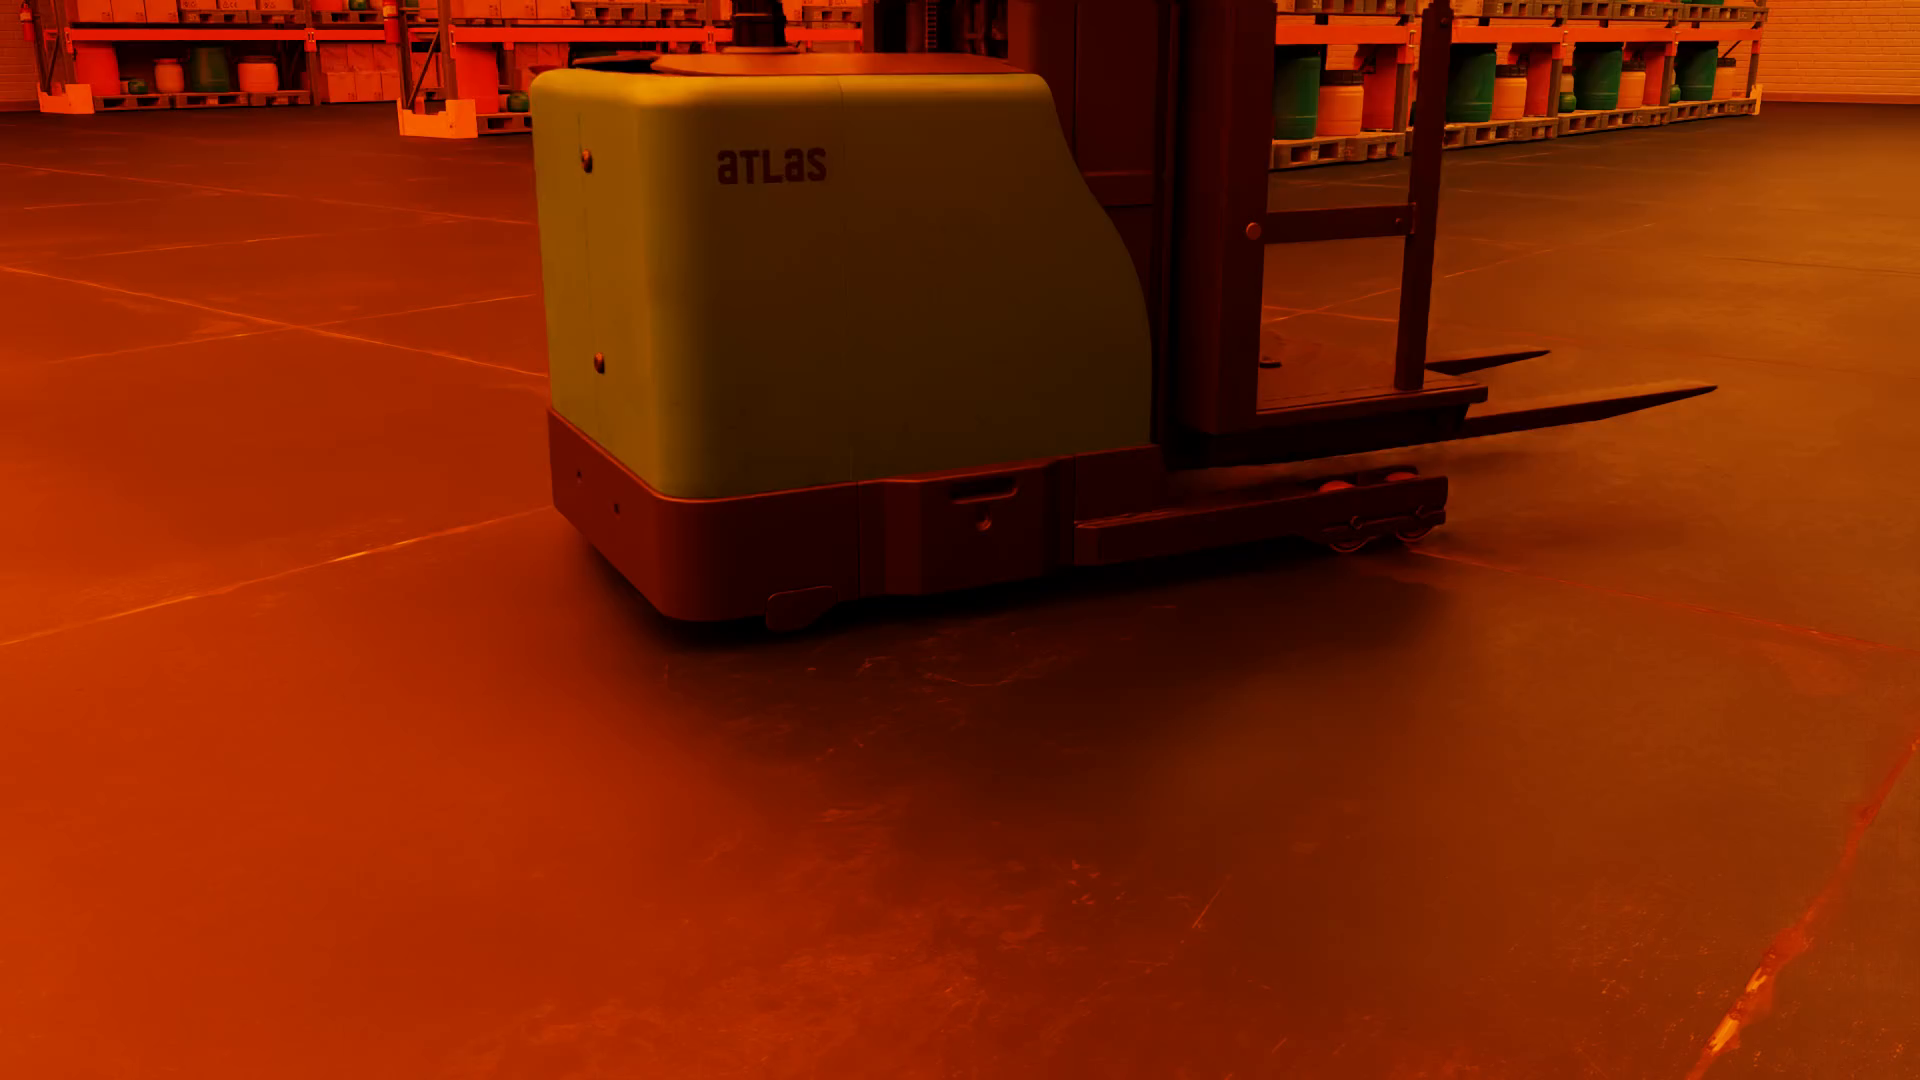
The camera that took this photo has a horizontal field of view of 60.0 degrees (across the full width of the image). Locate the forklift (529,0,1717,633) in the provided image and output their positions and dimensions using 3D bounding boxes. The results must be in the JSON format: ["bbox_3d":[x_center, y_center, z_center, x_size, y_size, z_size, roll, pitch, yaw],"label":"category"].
[{"bbox_3d":[0.579,-1.500,3.836,3.031,2.935,1.130,-8,19,-26],"label":"forklift"}]
